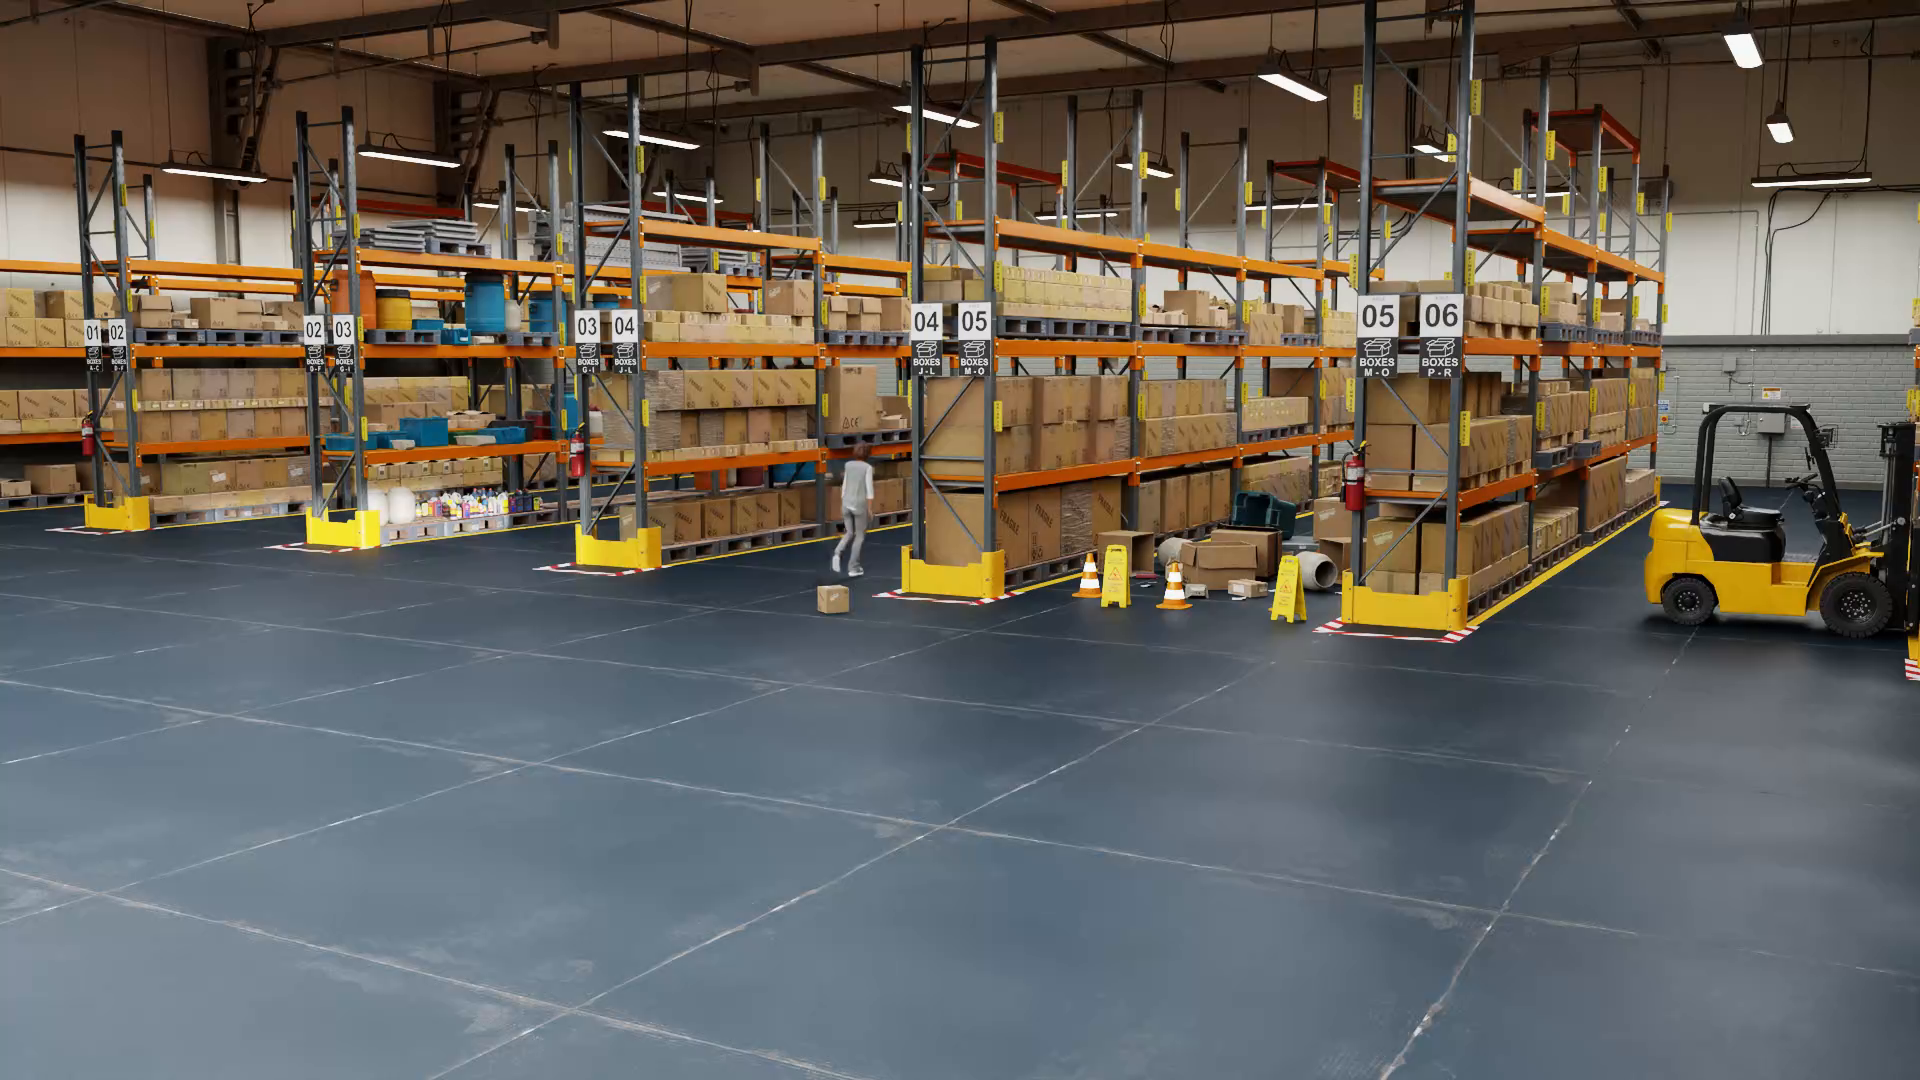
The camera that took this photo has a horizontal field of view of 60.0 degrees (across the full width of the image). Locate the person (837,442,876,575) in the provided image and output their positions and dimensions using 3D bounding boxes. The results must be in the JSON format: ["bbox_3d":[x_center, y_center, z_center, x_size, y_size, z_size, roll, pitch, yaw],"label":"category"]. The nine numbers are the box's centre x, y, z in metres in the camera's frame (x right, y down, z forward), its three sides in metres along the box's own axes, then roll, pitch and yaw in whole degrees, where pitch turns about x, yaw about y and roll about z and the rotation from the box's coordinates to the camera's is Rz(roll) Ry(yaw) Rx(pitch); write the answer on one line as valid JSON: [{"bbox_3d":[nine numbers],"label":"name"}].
[{"bbox_3d":[-1.229,-0.368,19.744,0.451,1.587,0.433,4,7,32],"label":"person"}]
